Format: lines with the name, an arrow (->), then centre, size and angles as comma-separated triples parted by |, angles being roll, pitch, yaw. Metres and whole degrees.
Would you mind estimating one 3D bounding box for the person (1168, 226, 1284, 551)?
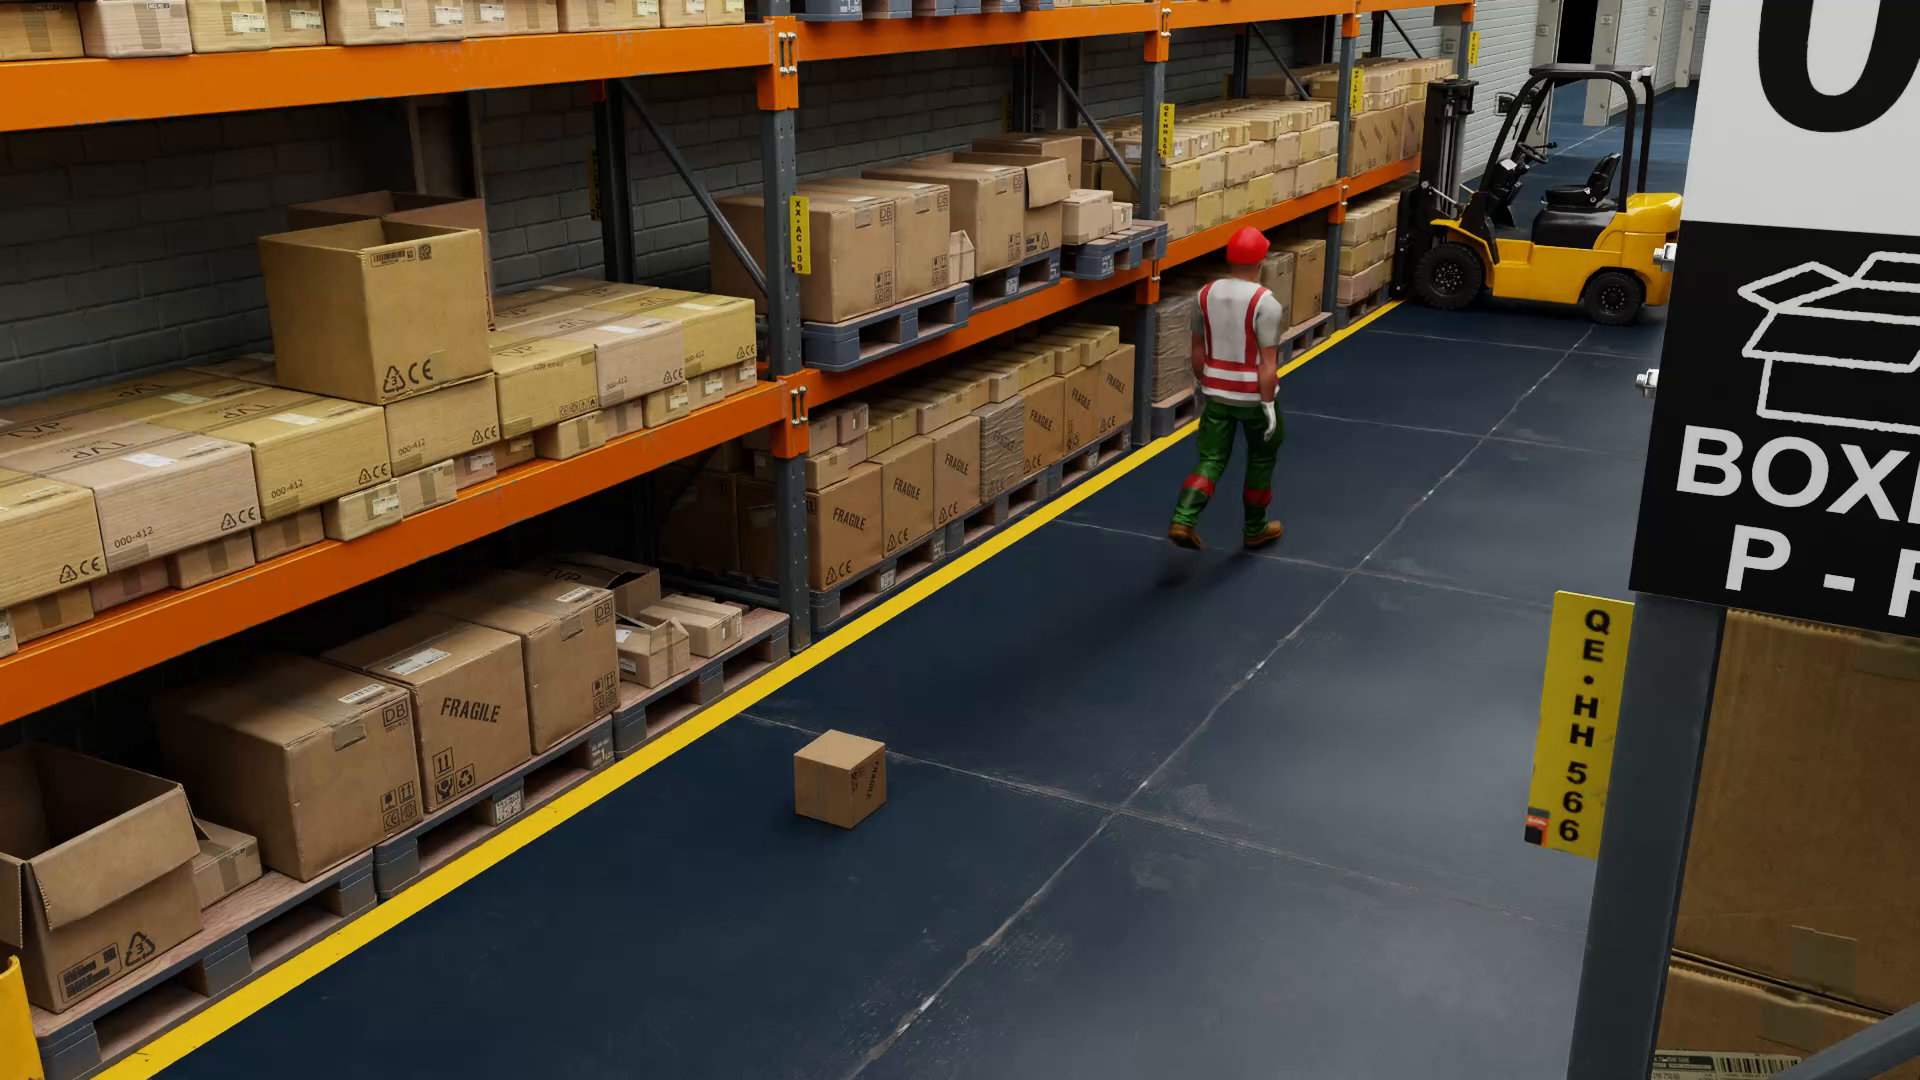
person -> 1.432, -0.758, 8.689 | 0.567, 1.760, 0.929 | 14, 24, 35
